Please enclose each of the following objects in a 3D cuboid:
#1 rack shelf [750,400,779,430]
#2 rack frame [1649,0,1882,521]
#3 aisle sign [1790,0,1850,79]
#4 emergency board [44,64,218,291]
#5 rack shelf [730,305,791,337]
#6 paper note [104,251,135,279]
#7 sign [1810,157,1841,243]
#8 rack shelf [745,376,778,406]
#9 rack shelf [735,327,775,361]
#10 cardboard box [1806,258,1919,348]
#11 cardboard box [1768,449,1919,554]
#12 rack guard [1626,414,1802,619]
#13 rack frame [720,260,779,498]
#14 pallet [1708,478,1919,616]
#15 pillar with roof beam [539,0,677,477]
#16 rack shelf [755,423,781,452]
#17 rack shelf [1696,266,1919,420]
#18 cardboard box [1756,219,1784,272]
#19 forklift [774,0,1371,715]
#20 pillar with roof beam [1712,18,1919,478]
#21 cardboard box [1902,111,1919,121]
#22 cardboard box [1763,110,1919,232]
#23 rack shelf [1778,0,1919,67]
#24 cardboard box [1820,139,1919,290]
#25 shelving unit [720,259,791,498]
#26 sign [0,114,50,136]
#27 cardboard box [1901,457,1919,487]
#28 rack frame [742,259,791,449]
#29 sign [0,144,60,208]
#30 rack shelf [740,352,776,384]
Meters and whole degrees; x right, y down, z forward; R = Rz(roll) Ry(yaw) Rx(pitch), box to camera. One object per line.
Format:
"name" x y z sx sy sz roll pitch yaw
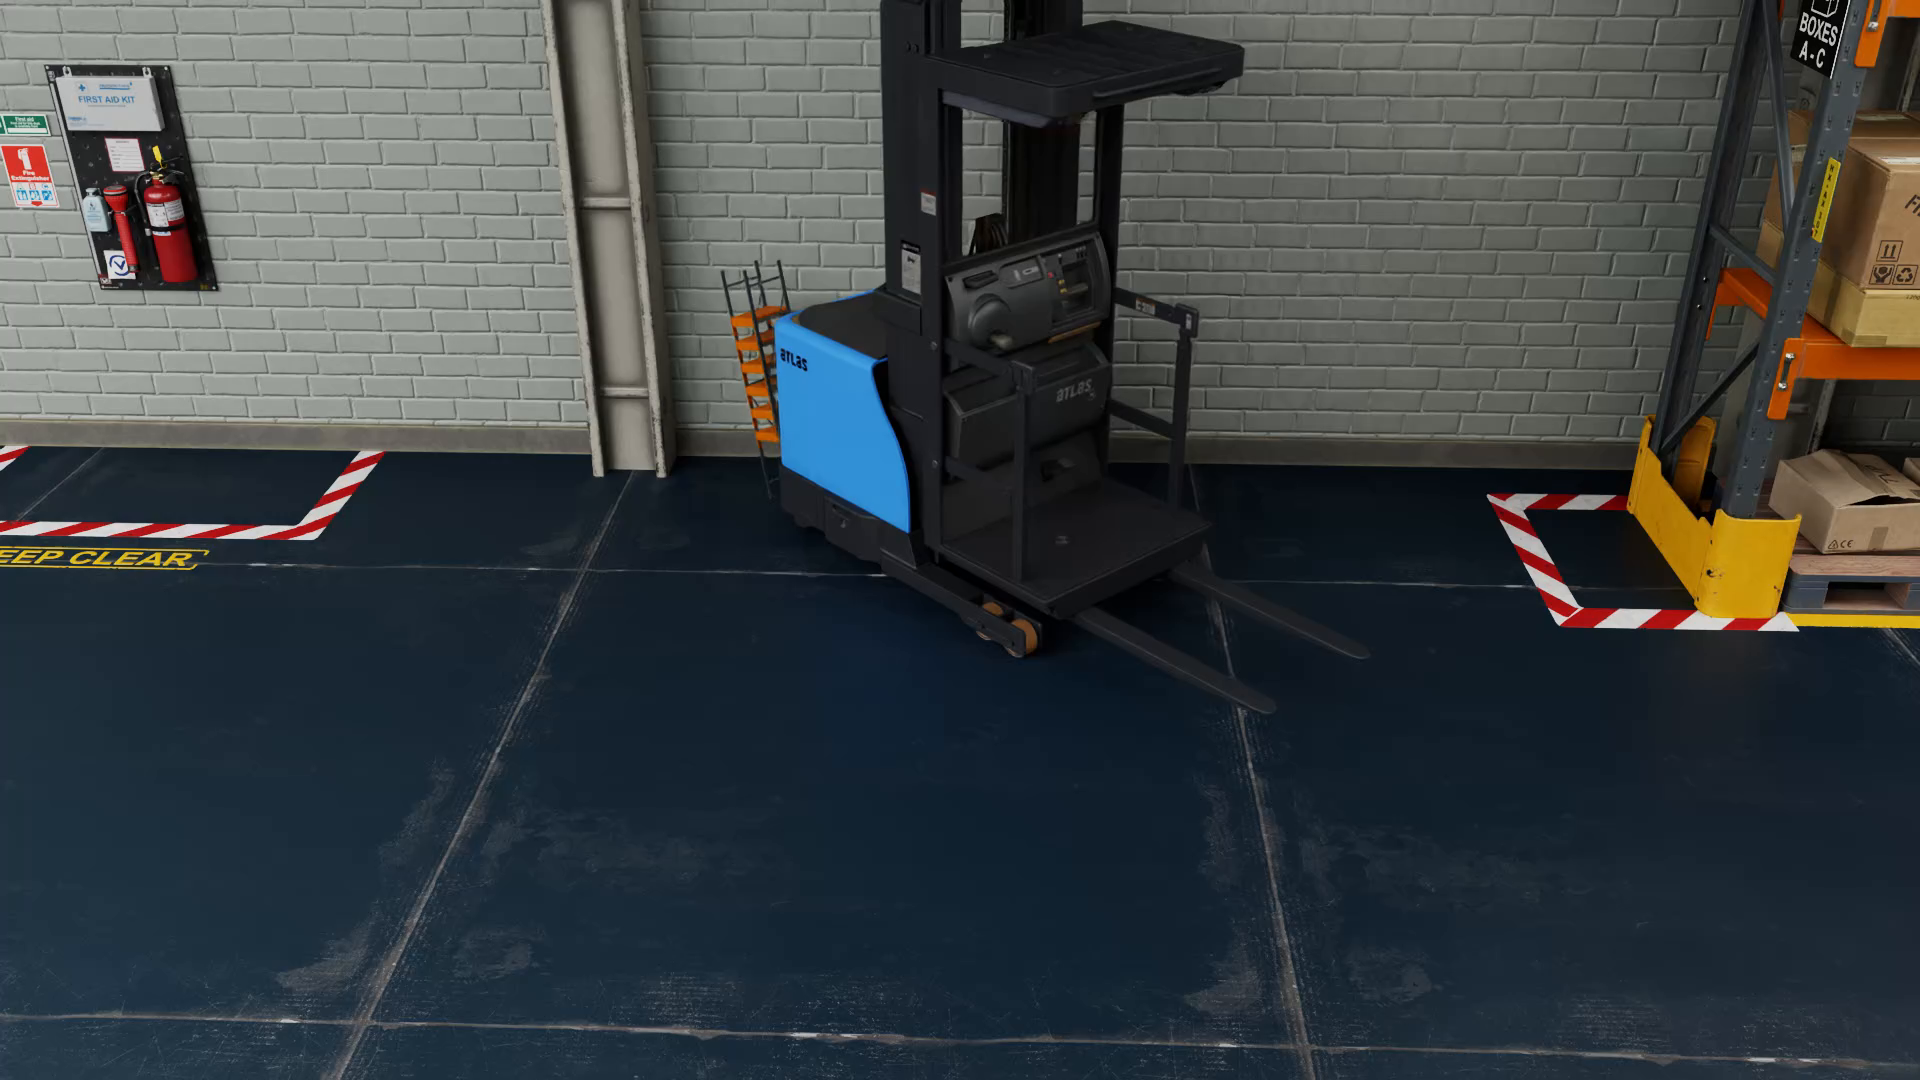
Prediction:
"rack shelf" -0.918 -0.657 8.537 0.180 0.103 0.258 9 26 45
"rack frame" 3.509 -1.243 7.393 0.127 3.000 1.000 1 28 2
"aisle sign" 3.427 -2.253 6.521 0.004 0.787 0.394 1 28 2
"emergency board" -4.225 -1.794 8.432 0.643 1.169 0.194 1 28 2
"rack shelf" -0.999 -1.106 8.387 0.180 0.103 0.258 9 26 45
"paper note" -4.400 -1.440 8.705 0.142 0.148 0.016 1 28 2
"sign" 3.490 -1.372 6.711 0.005 0.325 0.100 1 28 2
"rack shelf" -0.938 -0.769 8.499 0.180 0.103 0.258 9 26 45
"rack shelf" -0.979 -0.993 8.425 0.180 0.103 0.258 9 26 45
"cardboard box" 3.986 -1.029 7.127 0.500 0.250 0.500 0 28 0
"cardboard box" 4.198 -0.196 7.818 0.500 0.311 0.500 -2 28 -4
"rack guard" 3.585 -0.138 7.976 0.348 0.500 1.175 1 28 2
"rack frame" -1.010 -0.820 8.550 0.006 1.200 0.240 9 26 45
"pallet" 4.396 0.020 7.987 1.213 0.211 1.003 1 28 2
"pillar with roof beam" -1.909 -2.371 3.115 0.400 9.000 9.100 1 28 2
"rack shelf" -0.897 -0.545 8.574 0.180 0.103 0.258 9 26 45
"rack shelf" 5.508 -0.892 7.499 4.000 0.370 1.077 1 28 2
"cardboard box" 3.983 -1.269 7.580 0.500 0.250 0.500 1 28 3
"forklift" 0.447 -1.050 7.102 1.130 2.935 3.031 -23 35 -36
"pillar with roof beam" 4.088 -2.272 2.928 0.400 9.000 9.100 1 28 2
"cardboard box" 4.491 -1.596 7.396 0.500 0.500 0.500 1 28 2
"cardboard box" 3.988 -1.609 7.420 0.500 0.500 0.500 1 28 1
"rack shelf" 5.508 -2.218 6.796 4.000 0.370 1.077 1 28 2
"cardboard box" 3.976 -1.369 6.967 0.500 0.500 0.500 1 28 2
"shelving unit" -0.946 -0.811 8.485 0.189 1.200 0.258 9 26 45
"sign" -4.770 -2.097 8.400 0.331 0.109 0.001 1 28 2
"cardboard box" 4.767 -0.187 7.800 0.500 0.311 0.500 3 28 6
"rack frame" -0.881 -0.801 8.421 0.006 1.200 0.240 9 26 45
"sign" -4.774 -1.868 8.532 0.234 0.329 0.001 1 28 2
"rack shelf" -0.958 -0.881 8.462 0.180 0.103 0.258 9 26 45
